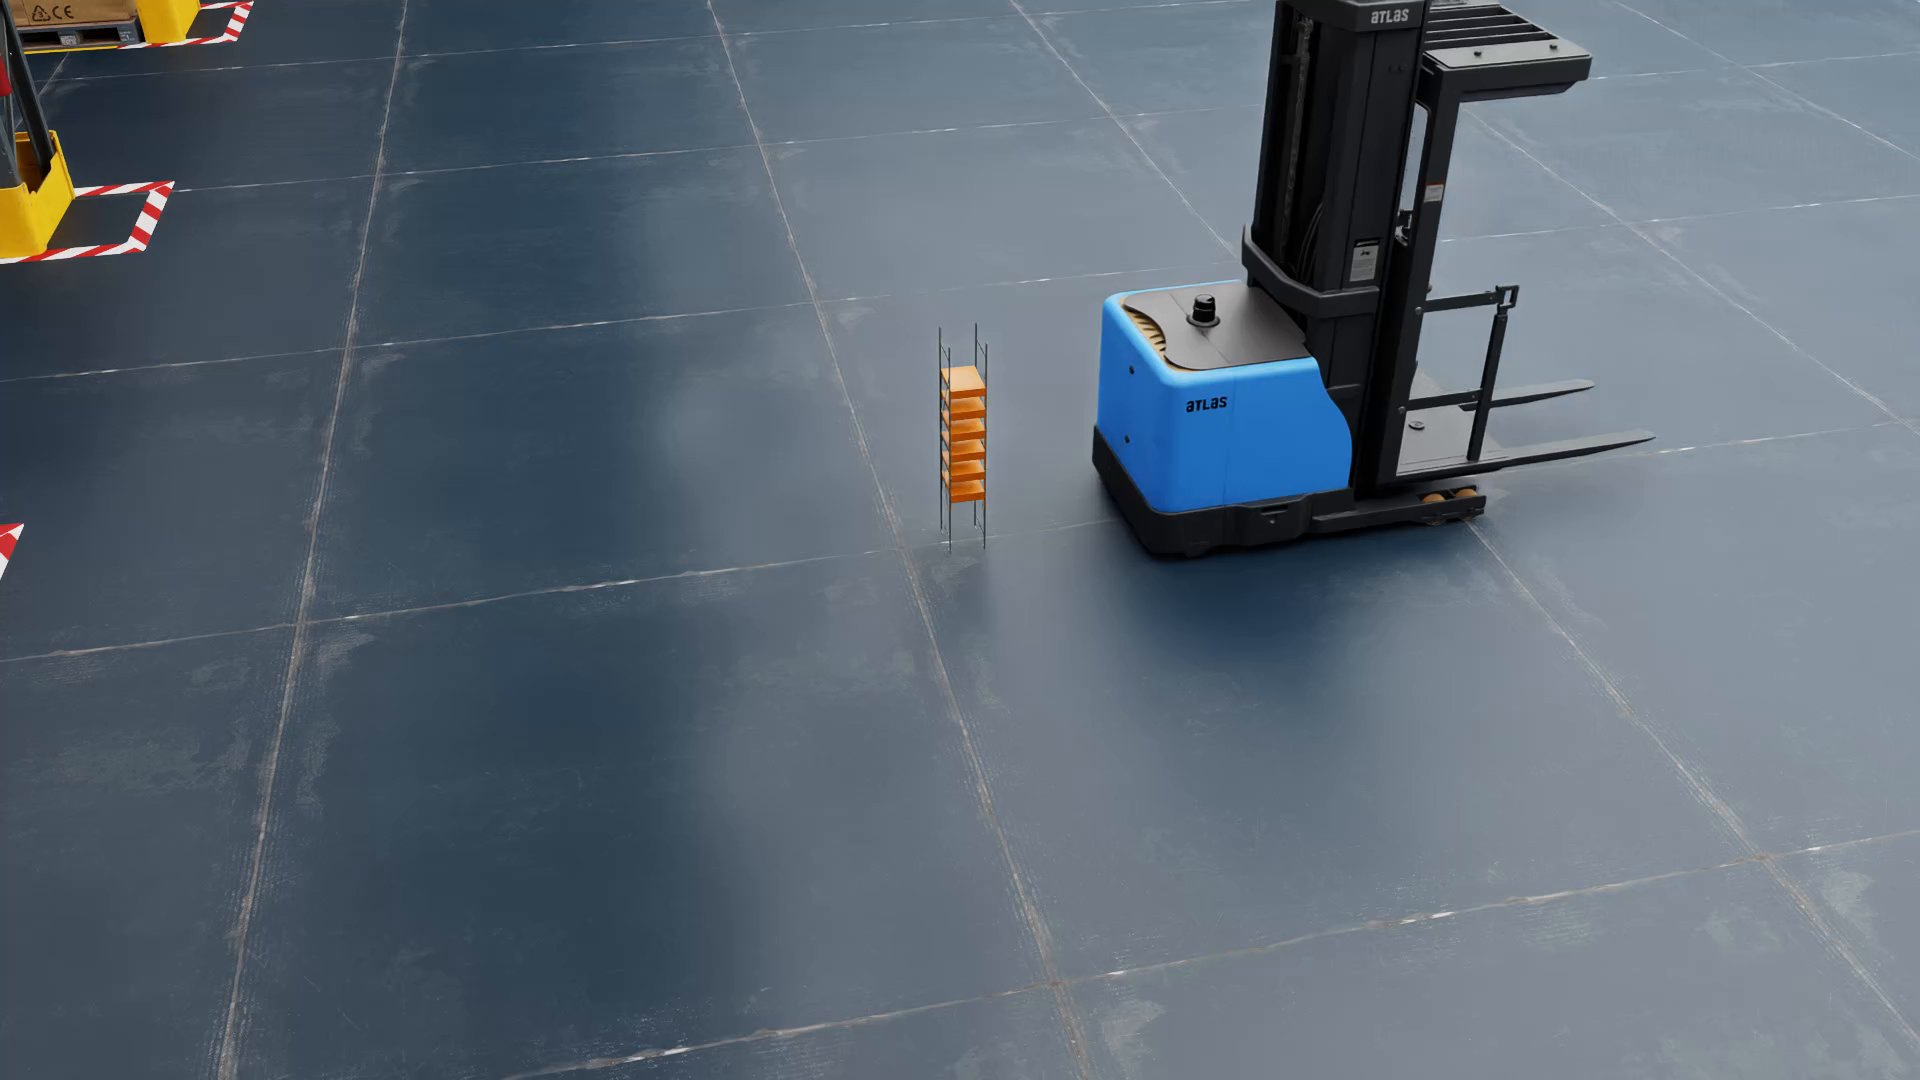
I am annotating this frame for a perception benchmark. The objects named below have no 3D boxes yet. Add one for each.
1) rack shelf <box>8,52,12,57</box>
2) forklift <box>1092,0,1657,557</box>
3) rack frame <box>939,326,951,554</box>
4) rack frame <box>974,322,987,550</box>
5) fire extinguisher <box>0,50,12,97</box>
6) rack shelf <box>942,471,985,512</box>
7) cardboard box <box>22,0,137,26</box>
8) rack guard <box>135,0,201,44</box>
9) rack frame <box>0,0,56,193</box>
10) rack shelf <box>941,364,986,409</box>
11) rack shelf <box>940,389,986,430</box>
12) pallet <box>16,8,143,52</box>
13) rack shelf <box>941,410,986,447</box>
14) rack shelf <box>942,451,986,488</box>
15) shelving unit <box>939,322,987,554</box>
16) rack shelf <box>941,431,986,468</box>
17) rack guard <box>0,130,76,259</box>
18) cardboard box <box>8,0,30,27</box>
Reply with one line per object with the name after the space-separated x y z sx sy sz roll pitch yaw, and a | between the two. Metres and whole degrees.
-8.653 -3.019 11.202 4.000 0.370 1.077 -7 35 -11 | rack shelf
2.312 -1.571 8.460 3.031 2.935 1.130 -8 35 -12 | forklift
-0.075 -0.489 8.402 0.006 1.200 0.240 -7 35 -11 | rack frame
0.103 -0.511 8.435 0.006 1.200 0.240 -7 35 -11 | rack frame
-6.489 -3.295 11.037 0.183 0.674 0.296 -7 35 -11 | fire extinguisher
0.014 -0.264 8.577 0.180 0.103 0.258 -7 35 -11 | rack shelf
-8.345 -5.444 15.701 0.875 0.875 0.875 -7 34 -10 | cardboard box
-7.675 -5.236 16.104 0.348 0.500 1.175 -7 35 -11 | rack guard
-6.702 -3.563 11.368 0.127 3.000 1.000 -7 35 -11 | rack frame
0.014 -0.762 8.242 0.180 0.103 0.258 -7 35 -11 | rack shelf
0.014 -0.662 8.309 0.180 0.103 0.258 -7 35 -11 | rack shelf
-8.461 -4.973 15.971 1.213 0.211 1.003 -7 35 -11 | pallet
0.014 -0.563 8.376 0.180 0.103 0.258 -7 35 -11 | rack shelf
0.014 -0.363 8.510 0.180 0.103 0.258 -7 35 -11 | rack shelf
0.014 -0.500 8.418 0.189 1.200 0.258 -7 35 -11 | shelving unit
0.014 -0.463 8.443 0.180 0.103 0.258 -7 35 -11 | rack shelf
-6.777 -2.516 12.050 0.348 0.500 1.175 -7 35 -11 | rack guard
-9.203 -5.335 15.538 0.875 0.875 0.875 -8 35 -11 | cardboard box
